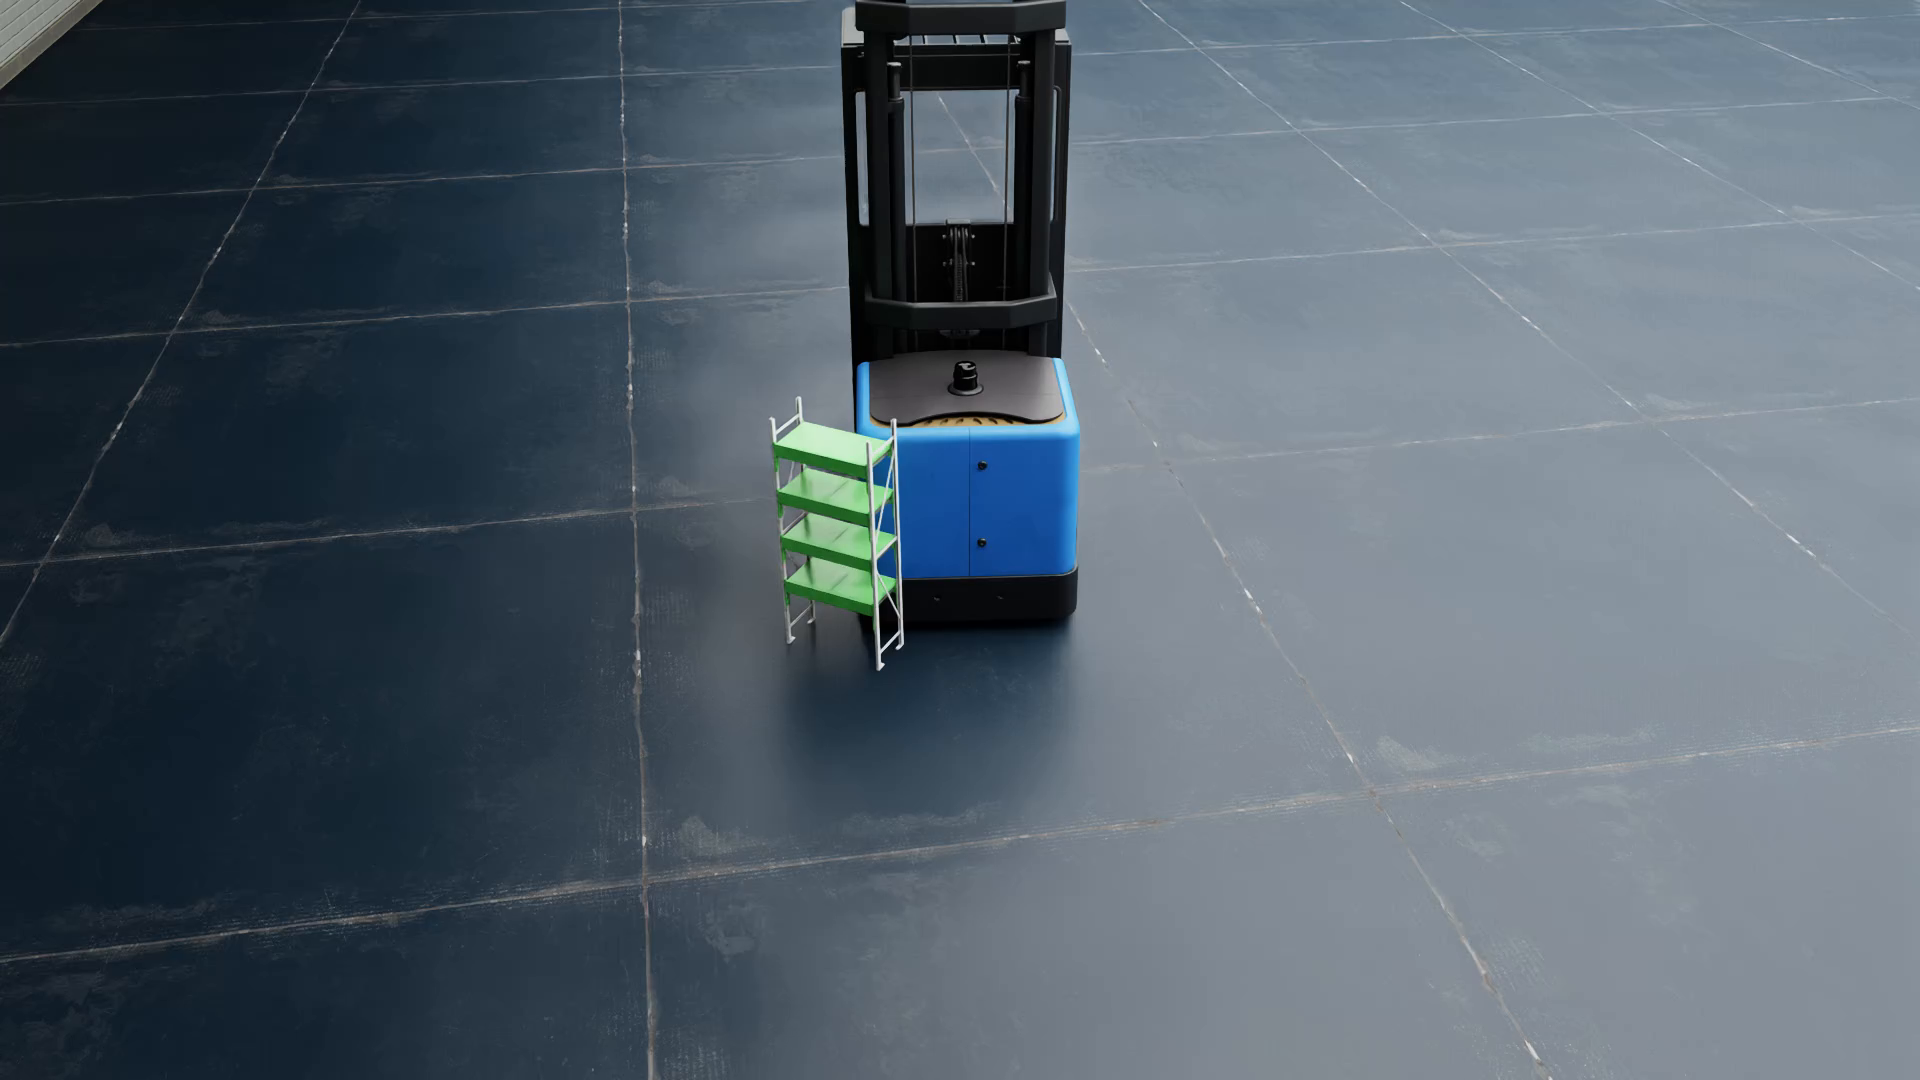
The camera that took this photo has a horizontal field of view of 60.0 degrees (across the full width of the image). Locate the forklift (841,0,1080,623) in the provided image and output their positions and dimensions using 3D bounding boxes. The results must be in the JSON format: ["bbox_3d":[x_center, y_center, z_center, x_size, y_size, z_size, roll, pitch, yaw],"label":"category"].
[{"bbox_3d":[-0.032,-1.583,8.550,1.130,2.935,3.031,-1,30,-3],"label":"forklift"}]

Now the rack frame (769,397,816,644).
[{"bbox_3d":[-0.769,-0.074,7.687,0.015,1.200,0.240,15,35,23],"label":"rack frame"}]

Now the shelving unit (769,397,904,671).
[{"bbox_3d":[-0.552,-0.018,7.591,0.503,1.200,0.258,15,35,23],"label":"shelving unit"}]

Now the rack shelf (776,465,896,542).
[{"bbox_3d":[-0.554,-0.168,7.499,0.480,0.148,0.258,15,35,23],"label":"rack shelf"}]

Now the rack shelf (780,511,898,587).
[{"bbox_3d":[-0.551,0.036,7.624,0.480,0.148,0.258,15,35,23],"label":"rack shelf"}]

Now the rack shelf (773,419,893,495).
[{"bbox_3d":[-0.556,-0.372,7.373,0.480,0.148,0.258,15,35,23],"label":"rack shelf"}]

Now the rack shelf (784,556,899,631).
[{"bbox_3d":[-0.549,0.241,7.750,0.480,0.148,0.258,15,35,23],"label":"rack shelf"}]

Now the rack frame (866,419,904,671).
[{"bbox_3d":[-0.334,0.038,7.495,0.015,1.200,0.240,15,35,23],"label":"rack frame"}]
